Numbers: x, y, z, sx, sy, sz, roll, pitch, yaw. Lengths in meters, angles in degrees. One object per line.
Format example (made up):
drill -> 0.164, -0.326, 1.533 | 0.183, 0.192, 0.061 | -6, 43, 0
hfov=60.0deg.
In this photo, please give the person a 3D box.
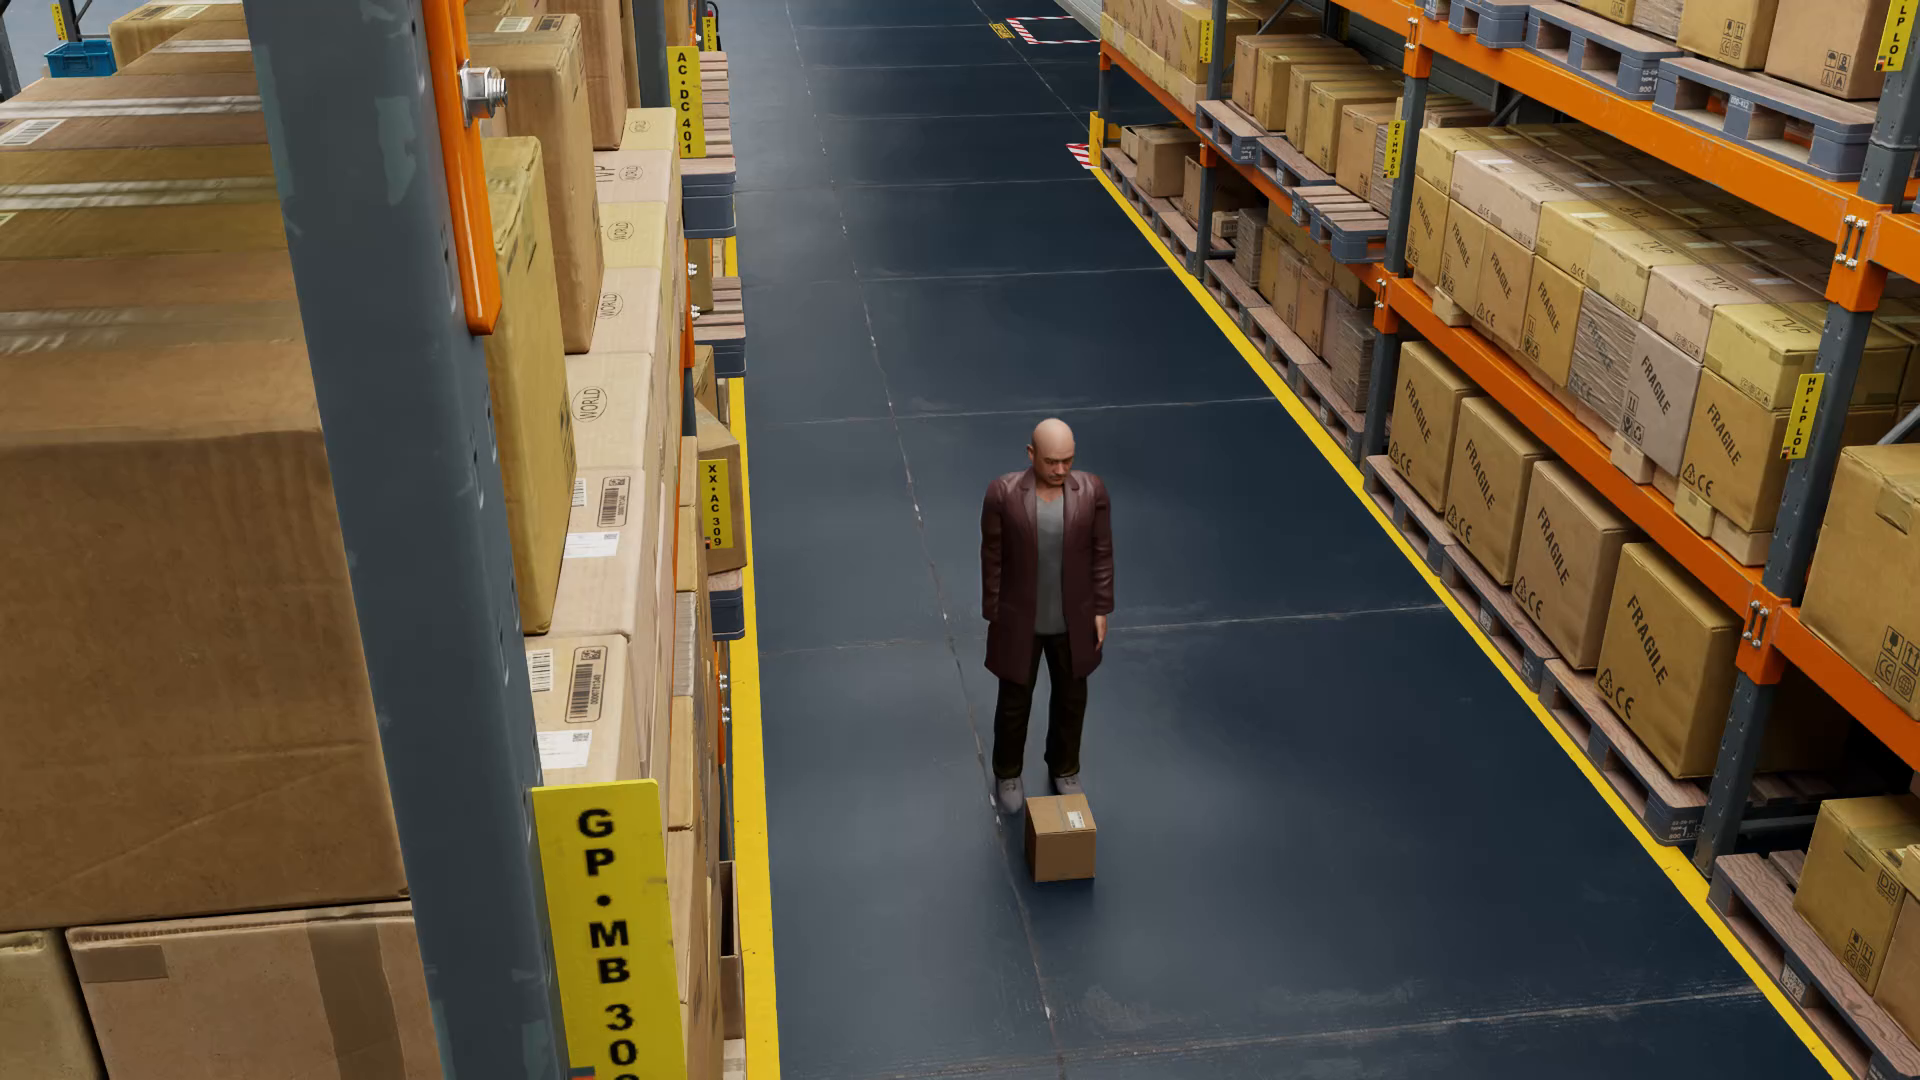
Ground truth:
person -> 0.371, 0.329, 6.998 | 0.562, 1.782, 0.381 | -3, 27, -6
